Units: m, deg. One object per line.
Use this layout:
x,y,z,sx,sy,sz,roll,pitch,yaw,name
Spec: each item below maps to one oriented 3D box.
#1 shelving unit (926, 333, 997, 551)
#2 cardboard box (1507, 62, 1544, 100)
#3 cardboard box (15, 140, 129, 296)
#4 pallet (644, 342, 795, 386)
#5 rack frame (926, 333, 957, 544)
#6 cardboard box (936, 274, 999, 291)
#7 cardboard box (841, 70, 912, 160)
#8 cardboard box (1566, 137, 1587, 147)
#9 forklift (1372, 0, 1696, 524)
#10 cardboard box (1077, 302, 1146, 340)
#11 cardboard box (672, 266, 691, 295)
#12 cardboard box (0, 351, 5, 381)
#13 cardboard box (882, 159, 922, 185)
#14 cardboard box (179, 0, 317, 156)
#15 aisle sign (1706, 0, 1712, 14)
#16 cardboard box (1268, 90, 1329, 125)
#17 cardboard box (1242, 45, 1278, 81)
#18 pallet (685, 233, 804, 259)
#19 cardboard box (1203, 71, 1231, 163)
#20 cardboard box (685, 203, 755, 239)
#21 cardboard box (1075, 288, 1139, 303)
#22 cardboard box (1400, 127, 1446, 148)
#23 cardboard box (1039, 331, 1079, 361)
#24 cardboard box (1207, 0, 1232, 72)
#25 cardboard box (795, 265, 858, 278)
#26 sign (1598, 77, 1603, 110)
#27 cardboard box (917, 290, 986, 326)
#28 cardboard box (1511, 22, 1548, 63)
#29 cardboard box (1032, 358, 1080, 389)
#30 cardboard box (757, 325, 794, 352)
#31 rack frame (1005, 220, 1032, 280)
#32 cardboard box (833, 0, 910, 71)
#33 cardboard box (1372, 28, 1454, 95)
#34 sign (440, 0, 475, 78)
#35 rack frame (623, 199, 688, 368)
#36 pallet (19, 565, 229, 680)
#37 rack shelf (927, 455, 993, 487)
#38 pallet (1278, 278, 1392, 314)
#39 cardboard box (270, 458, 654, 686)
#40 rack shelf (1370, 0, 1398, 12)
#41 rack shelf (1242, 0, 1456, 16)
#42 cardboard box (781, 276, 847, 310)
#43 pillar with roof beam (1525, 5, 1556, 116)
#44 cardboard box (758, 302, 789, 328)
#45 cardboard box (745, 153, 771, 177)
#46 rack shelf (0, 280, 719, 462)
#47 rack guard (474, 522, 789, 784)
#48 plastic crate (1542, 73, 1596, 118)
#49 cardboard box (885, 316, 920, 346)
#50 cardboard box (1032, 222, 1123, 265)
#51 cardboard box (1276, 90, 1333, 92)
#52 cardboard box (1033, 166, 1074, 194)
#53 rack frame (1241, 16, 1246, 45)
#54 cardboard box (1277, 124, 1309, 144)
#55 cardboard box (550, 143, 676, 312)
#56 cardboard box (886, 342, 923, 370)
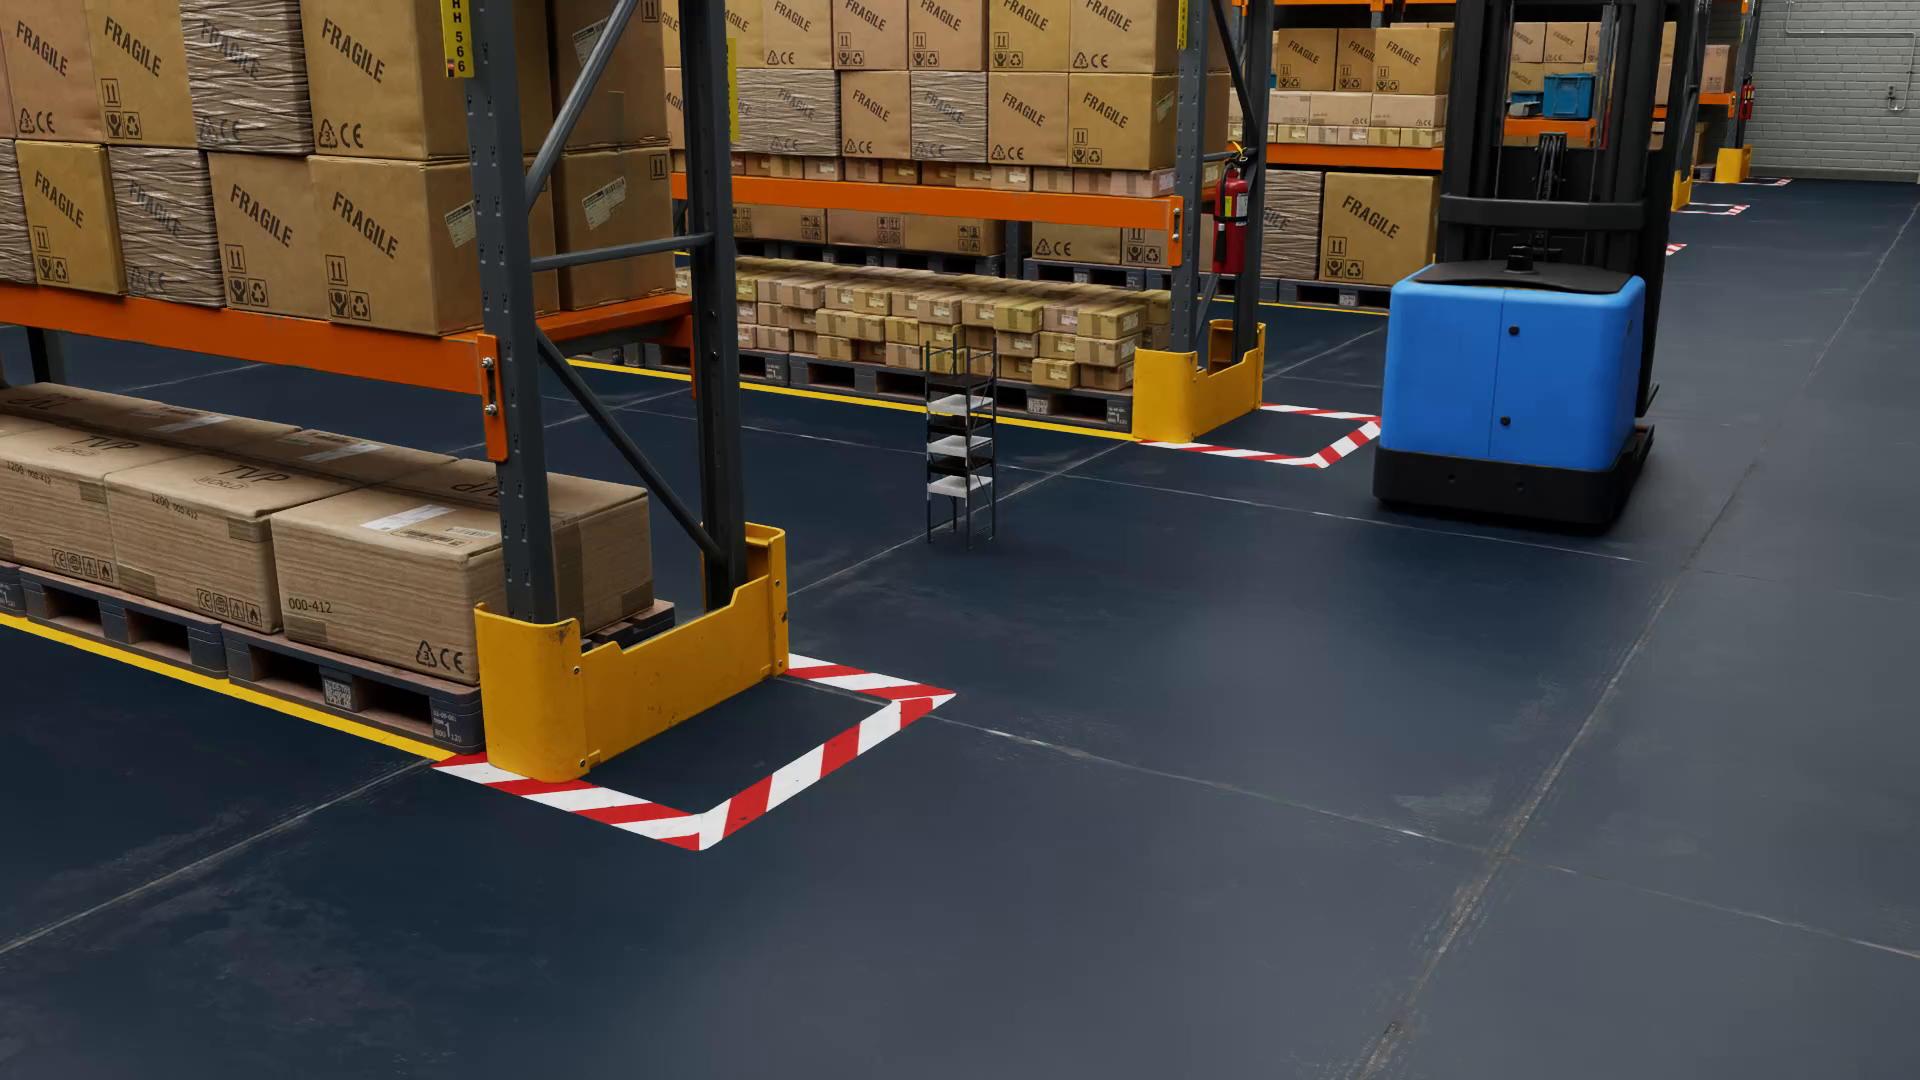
0.007,-0.429,7.246,0.210,0.900,0.258,10,20,30,shelving unit
7.501,-6.061,22.000,0.500,0.500,0.500,10,19,29,cardboard box
-2.912,-1.160,5.866,0.500,0.500,0.500,11,20,32,cardboard box
-1.366,-1.295,11.281,1.213,0.211,1.003,10,20,30,pallet
-0.080,-0.445,7.297,0.006,0.900,0.240,10,20,30,rack frame
0.051,-1.595,10.629,0.250,0.149,0.380,10,20,31,cardboard box
-0.359,-2.542,9.904,0.500,0.500,0.500,11,20,33,cardboard box
9.948,-6.326,26.624,0.500,0.500,0.700,11,20,31,cardboard box
3.060,-1.855,8.446,1.130,2.935,3.031,8,19,26,forklift
0.868,-1.253,9.506,0.250,0.149,0.380,10,20,31,cardboard box
-1.772,-1.740,11.109,0.250,0.149,0.380,11,20,32,cardboard box
-5.032,-0.740,7.590,0.875,0.875,0.875,11,20,32,cardboard box
-0.260,-2.228,9.986,0.250,0.149,0.380,11,20,31,cardboard box
-2.049,-1.486,5.219,0.500,0.500,0.500,10,20,30,cardboard box
9.533,-7.086,21.076,0.004,0.787,0.394,10,20,30,aisle sign
2.716,-3.560,13.688,0.500,0.250,0.500,9,19,28,cardboard box
4.375,-6.891,24.011,0.500,0.500,0.700,5,18,16,cardboard box
-2.051,-3.071,17.129,1.213,0.211,1.003,10,20,30,pallet
1.214,-2.441,9.573,0.500,0.500,0.500,11,20,33,cardboard box
-2.106,-3.618,17.065,0.875,0.875,1.225,9,19,28,cardboard box
0.885,-1.412,10.027,0.250,0.149,0.380,11,20,31,cardboard box
3.658,-3.180,13.120,0.250,0.149,0.380,11,20,31,cardboard box
0.658,-1.156,9.697,0.250,0.149,0.380,10,19,29,cardboard box
1.208,-2.917,9.419,0.500,0.500,0.500,10,20,30,cardboard box
-0.883,-1.731,11.076,0.250,0.149,0.380,11,20,32,cardboard box
6.451,-4.493,16.732,0.005,0.325,0.100,10,20,30,sign
-0.049,-1.396,9.975,0.250,0.149,0.380,11,20,32,cardboard box
7.485,-6.538,21.853,0.500,0.500,0.500,11,20,32,cardboard box
0.622,-0.993,9.673,0.250,0.149,0.380,11,20,32,cardboard box
-1.107,-1.333,10.791,0.250,0.149,0.380,10,19,29,cardboard box
0.725,-3.936,15.177,0.127,3.000,1.000,10,20,30,rack frame
-0.401,-3.024,9.773,0.500,0.500,0.500,9,19,28,cardboard box
3.581,-3.766,13.073,0.500,0.500,0.500,10,20,31,cardboard box
-1.349,-1.408,4.456,0.005,0.325,0.100,10,20,30,sign
-1.957,-2.723,11.183,0.127,3.000,1.000,10,20,30,rack frame
-2.811,0.173,6.447,1.213,0.211,1.003,10,20,30,pallet
0.007,-0.311,7.282,0.200,0.077,0.258,10,20,30,rack shelf
3.411,-2.095,13.916,1.213,0.211,1.003,10,20,30,pallet
-1.668,0.077,5.654,0.875,0.438,0.875,9,19,28,cardboard box
4.208,-7.784,23.922,4.000,0.370,1.077,10,20,30,rack shelf
6.798,-9.011,27.963,4.000,0.370,1.077,10,20,30,rack shelf
-0.918,-1.565,10.530,0.250,0.149,0.380,11,20,31,cardboard box
7.298,-9.528,23.265,0.400,9.000,9.100,10,20,30,pillar with roof beam
-1.098,-1.481,10.767,0.250,0.149,0.380,9,19,27,cardboard box
-1.145,-2.387,10.511,0.250,0.149,0.380,9,19,28,cardboard box
-2.757,-0.833,6.200,4.000,0.370,1.077,10,20,30,rack shelf
-1.032,0.327,5.445,0.348,0.500,1.175,10,20,30,rack guard
6.342,-4.604,17.214,0.499,0.435,0.616,10,20,30,plastic crate
-0.248,-1.301,10.173,0.250,0.149,0.380,11,20,33,cardboard box
1.245,-3.000,15.029,0.875,0.875,0.875,10,20,30,cardboard box
2.993,-3.692,14.122,0.500,0.250,0.500,9,19,28,cardboard box
0.612,-2.055,9.418,0.250,0.149,0.380,10,20,30,cardboard box
5.093,-8.224,29.296,0.127,3.000,1.000,10,20,30,rack frame
2.787,-3.335,13.630,0.250,0.149,0.380,10,19,29,cardboard box
-1.312,-1.065,5.554,0.500,0.500,0.500,10,20,30,cardboard box
-0.248,-1.159,10.219,0.250,0.149,0.380,11,20,31,cardboard box
